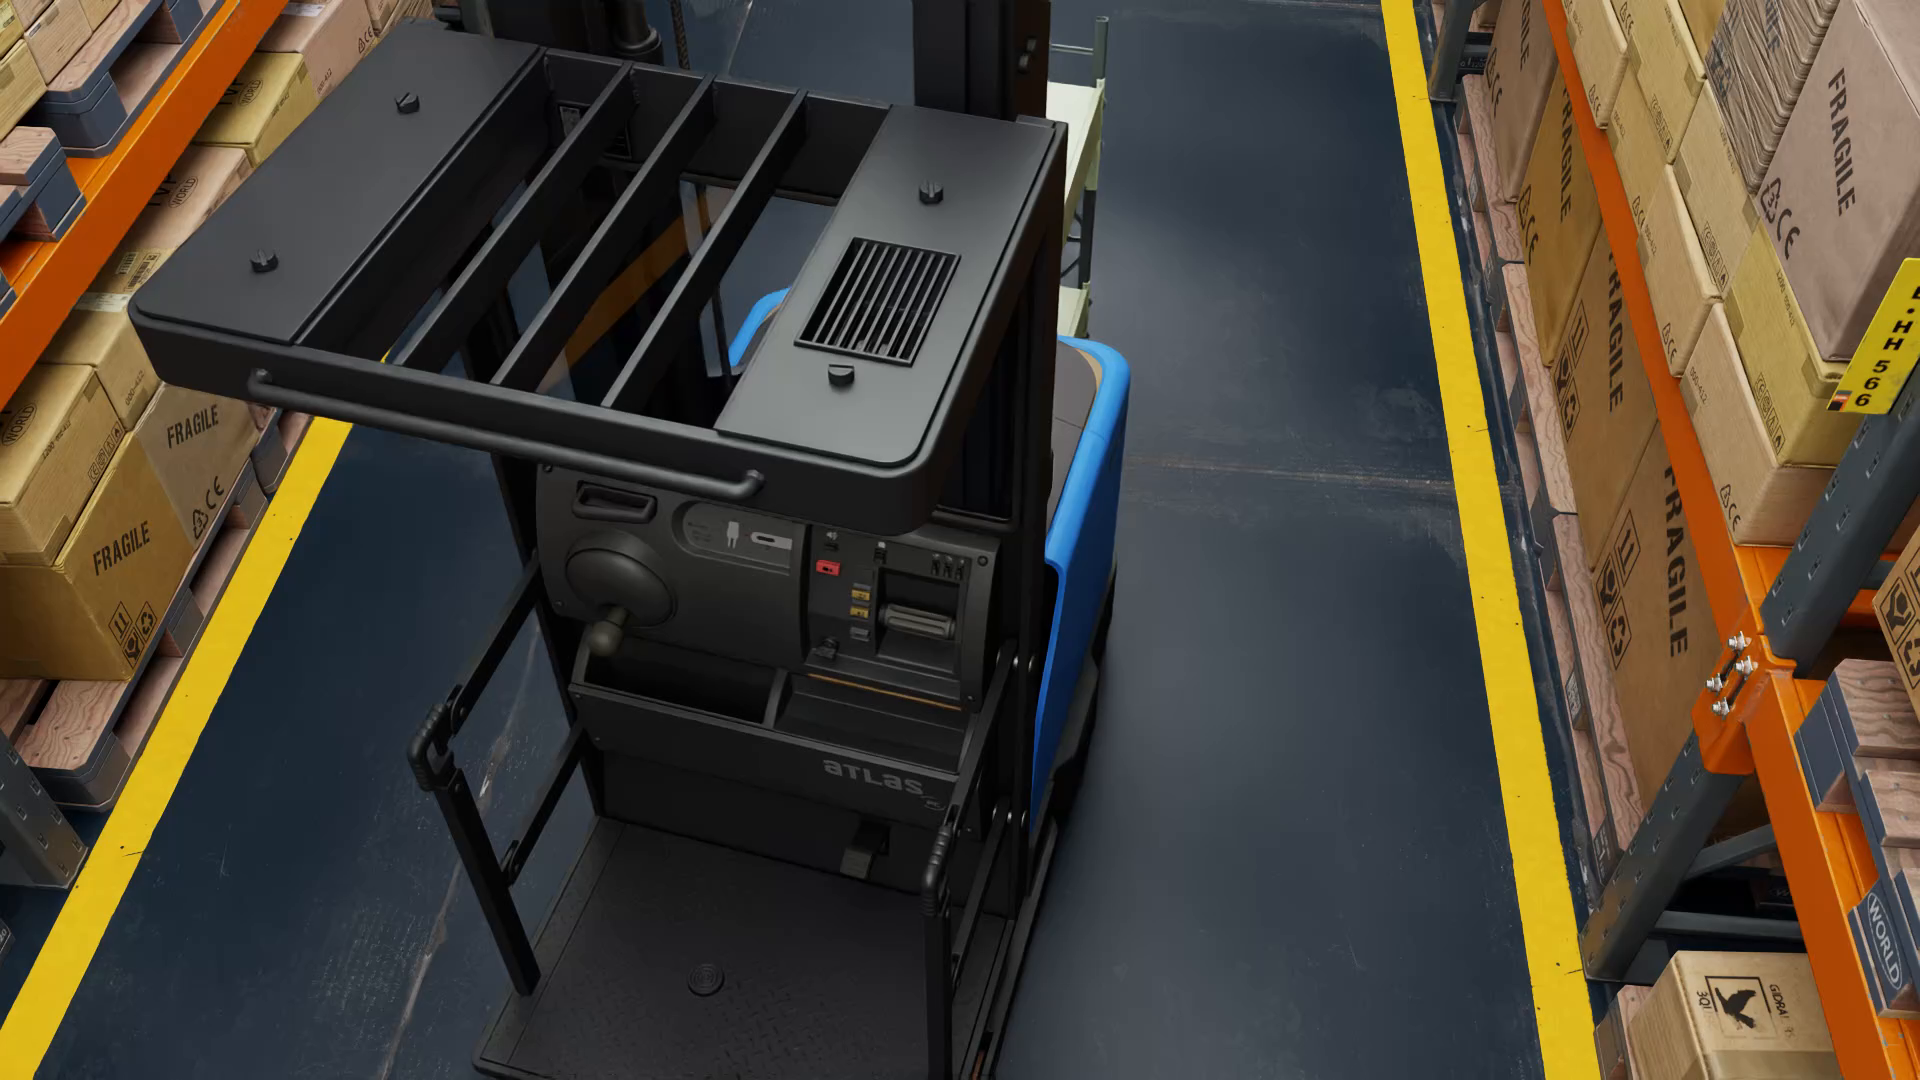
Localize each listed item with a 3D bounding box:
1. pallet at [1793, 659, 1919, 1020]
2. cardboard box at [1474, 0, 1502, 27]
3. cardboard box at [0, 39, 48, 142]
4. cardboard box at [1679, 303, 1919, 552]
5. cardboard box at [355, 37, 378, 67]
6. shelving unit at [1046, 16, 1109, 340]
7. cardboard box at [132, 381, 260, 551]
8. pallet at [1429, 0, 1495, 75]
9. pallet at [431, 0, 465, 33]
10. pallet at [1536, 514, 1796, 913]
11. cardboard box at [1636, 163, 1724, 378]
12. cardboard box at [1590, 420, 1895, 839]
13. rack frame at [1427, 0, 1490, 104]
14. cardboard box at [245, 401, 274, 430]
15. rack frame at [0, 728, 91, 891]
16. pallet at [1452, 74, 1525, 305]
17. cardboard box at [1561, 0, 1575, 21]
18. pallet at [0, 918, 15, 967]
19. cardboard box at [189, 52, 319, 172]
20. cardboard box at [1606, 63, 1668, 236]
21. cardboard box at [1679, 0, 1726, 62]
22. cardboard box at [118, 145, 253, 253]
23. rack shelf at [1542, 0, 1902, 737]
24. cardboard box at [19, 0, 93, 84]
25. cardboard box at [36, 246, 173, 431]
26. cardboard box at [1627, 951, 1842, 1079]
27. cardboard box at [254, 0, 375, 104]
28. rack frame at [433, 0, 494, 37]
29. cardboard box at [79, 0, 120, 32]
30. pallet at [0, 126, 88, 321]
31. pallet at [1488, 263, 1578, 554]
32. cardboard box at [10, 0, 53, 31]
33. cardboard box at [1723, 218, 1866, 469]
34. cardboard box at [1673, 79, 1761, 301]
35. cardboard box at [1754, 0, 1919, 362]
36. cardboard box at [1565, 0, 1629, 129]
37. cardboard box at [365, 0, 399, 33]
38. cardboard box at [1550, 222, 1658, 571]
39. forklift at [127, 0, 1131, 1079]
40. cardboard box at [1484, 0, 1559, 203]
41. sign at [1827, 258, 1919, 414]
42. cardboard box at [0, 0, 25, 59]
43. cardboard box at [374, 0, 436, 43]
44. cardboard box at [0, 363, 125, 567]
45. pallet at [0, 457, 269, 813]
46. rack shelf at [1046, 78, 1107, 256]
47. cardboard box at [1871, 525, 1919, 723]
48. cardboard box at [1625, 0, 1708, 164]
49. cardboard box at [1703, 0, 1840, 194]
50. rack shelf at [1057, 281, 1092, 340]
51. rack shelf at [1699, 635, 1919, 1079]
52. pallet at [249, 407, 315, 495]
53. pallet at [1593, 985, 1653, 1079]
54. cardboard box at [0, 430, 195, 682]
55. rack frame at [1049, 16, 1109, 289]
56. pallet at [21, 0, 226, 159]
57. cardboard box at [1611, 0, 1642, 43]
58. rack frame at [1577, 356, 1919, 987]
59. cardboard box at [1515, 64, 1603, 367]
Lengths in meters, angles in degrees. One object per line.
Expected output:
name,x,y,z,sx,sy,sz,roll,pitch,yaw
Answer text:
pallet,2.132,0.692,2.715,1.213,0.211,1.003,4,48,4
cardboard box,2.620,-2.575,7.024,0.875,0.438,0.875,3,48,3
cardboard box,-2.534,-1.129,4.135,0.380,0.149,0.250,6,48,5
cardboard box,1.878,-0.242,3.541,0.500,0.250,0.500,2,48,2
cardboard box,-2.347,-1.462,5.964,0.500,0.500,0.500,3,48,3
shelving unit,0.123,-0.676,4.852,0.431,1.500,0.755,10,48,9
cardboard box,-2.487,-0.333,4.931,0.500,0.500,0.500,4,48,4
pallet,2.603,-2.456,7.353,1.003,0.211,1.213,4,48,4
pallet,-2.457,-2.657,7.537,1.003,0.211,1.213,4,48,4
pallet,2.238,0.463,4.684,1.003,0.211,1.213,4,48,4
cardboard box,1.909,-0.619,3.885,0.500,0.250,0.500,5,48,4
cardboard box,2.237,0.169,4.218,0.875,0.875,0.875,3,48,3
rack frame,2.456,-2.843,5.818,1.000,3.000,0.127,4,48,4
cardboard box,-2.445,-0.711,5.277,0.500,0.500,0.500,3,48,3
rack frame,-2.848,-0.163,3.366,1.000,3.000,0.127,4,48,4
pallet,2.460,-1.330,6.324,1.003,0.211,1.213,4,48,4
cardboard box,2.044,-1.731,4.902,0.500,0.250,0.500,4,48,3
pallet,-2.995,1.353,3.870,1.003,0.211,1.213,4,48,4
cardboard box,-2.393,-1.323,5.328,0.500,0.250,0.500,2,48,2
cardboard box,1.971,-0.988,4.222,0.500,0.250,0.500,3,48,3
cardboard box,1.968,-1.415,3.766,0.500,0.500,0.500,4,48,4
cardboard box,-2.440,-0.940,4.978,0.500,0.250,0.500,4,48,4
rack shelf,2.273,-1.131,4.739,1.077,0.370,4.000,4,48,4
cardboard box,-2.512,-1.324,4.314,0.380,0.149,0.250,5,48,5
cardboard box,-2.498,-0.577,4.646,0.500,0.250,0.500,3,48,3
cardboard box,2.030,1.256,3.565,0.950,0.372,0.625,1,48,1
cardboard box,-2.359,-1.712,5.684,0.500,0.250,0.500,6,48,5
rack frame,-2.483,-3.102,6.054,1.000,3.000,0.127,4,48,4
cardboard box,-2.487,-1.509,4.483,0.380,0.149,0.250,4,48,4
pallet,-2.889,-0.629,3.922,1.213,0.211,1.003,4,48,4
pallet,2.352,-0.431,5.501,1.003,0.211,1.213,4,48,4
cardboard box,-2.514,-1.426,4.205,0.380,0.149,0.250,4,48,4
cardboard box,1.882,-0.395,3.341,0.500,0.250,0.500,4,48,3
cardboard box,1.925,-0.772,3.686,0.500,0.250,0.500,3,48,3
cardboard box,1.878,-0.673,3.087,0.500,0.500,0.500,3,48,2
cardboard box,1.990,-1.365,4.567,0.500,0.250,0.500,3,48,3
cardboard box,-2.299,-2.089,6.029,0.500,0.250,0.500,3,48,2
cardboard box,2.322,-0.486,4.817,0.875,0.875,0.875,4,48,4
forklift,-0.444,0.189,3.091,1.130,2.935,3.031,12,49,11
cardboard box,2.479,-1.807,6.025,0.875,0.875,0.875,5,48,5
sign,1.538,-0.330,2.734,0.100,0.325,0.005,4,48,4
cardboard box,-2.537,-1.243,4.038,0.380,0.149,0.250,4,48,4
cardboard box,-2.300,-1.839,6.309,0.500,0.500,0.500,3,48,3
cardboard box,-2.544,-0.204,4.305,0.500,0.250,0.500,2,48,2
pallet,-2.775,0.204,4.920,1.003,0.211,1.213,4,48,4
rack shelf,0.123,-0.939,4.564,0.431,0.370,0.720,10,48,9
cardboard box,1.819,0.135,2.540,0.500,0.500,0.500,3,48,2
cardboard box,1.951,-1.150,4.032,0.500,0.250,0.500,3,48,3
cardboard box,1.916,-1.050,3.432,0.500,0.500,0.500,5,48,4
rack shelf,0.123,-0.456,5.092,0.431,0.370,0.720,10,48,9
rack shelf,1.909,1.808,2.051,1.077,0.370,4.000,4,48,4
pallet,-2.661,-0.690,5.738,1.003,0.211,1.213,4,48,4
pallet,2.018,1.611,3.633,1.003,0.211,1.213,4,48,4
cardboard box,-2.529,0.037,4.593,0.500,0.500,0.500,2,48,2
rack frame,0.207,-0.939,5.092,0.400,1.500,0.023,10,48,9
pallet,-2.708,-1.555,4.770,1.003,0.211,1.213,4,48,4
cardboard box,1.999,-1.531,4.381,0.500,0.250,0.500,3,48,2
rack frame,2.091,0.096,3.129,1.000,3.000,0.127,4,48,4
cardboard box,2.404,-1.143,5.418,0.875,0.875,0.875,5,48,5
